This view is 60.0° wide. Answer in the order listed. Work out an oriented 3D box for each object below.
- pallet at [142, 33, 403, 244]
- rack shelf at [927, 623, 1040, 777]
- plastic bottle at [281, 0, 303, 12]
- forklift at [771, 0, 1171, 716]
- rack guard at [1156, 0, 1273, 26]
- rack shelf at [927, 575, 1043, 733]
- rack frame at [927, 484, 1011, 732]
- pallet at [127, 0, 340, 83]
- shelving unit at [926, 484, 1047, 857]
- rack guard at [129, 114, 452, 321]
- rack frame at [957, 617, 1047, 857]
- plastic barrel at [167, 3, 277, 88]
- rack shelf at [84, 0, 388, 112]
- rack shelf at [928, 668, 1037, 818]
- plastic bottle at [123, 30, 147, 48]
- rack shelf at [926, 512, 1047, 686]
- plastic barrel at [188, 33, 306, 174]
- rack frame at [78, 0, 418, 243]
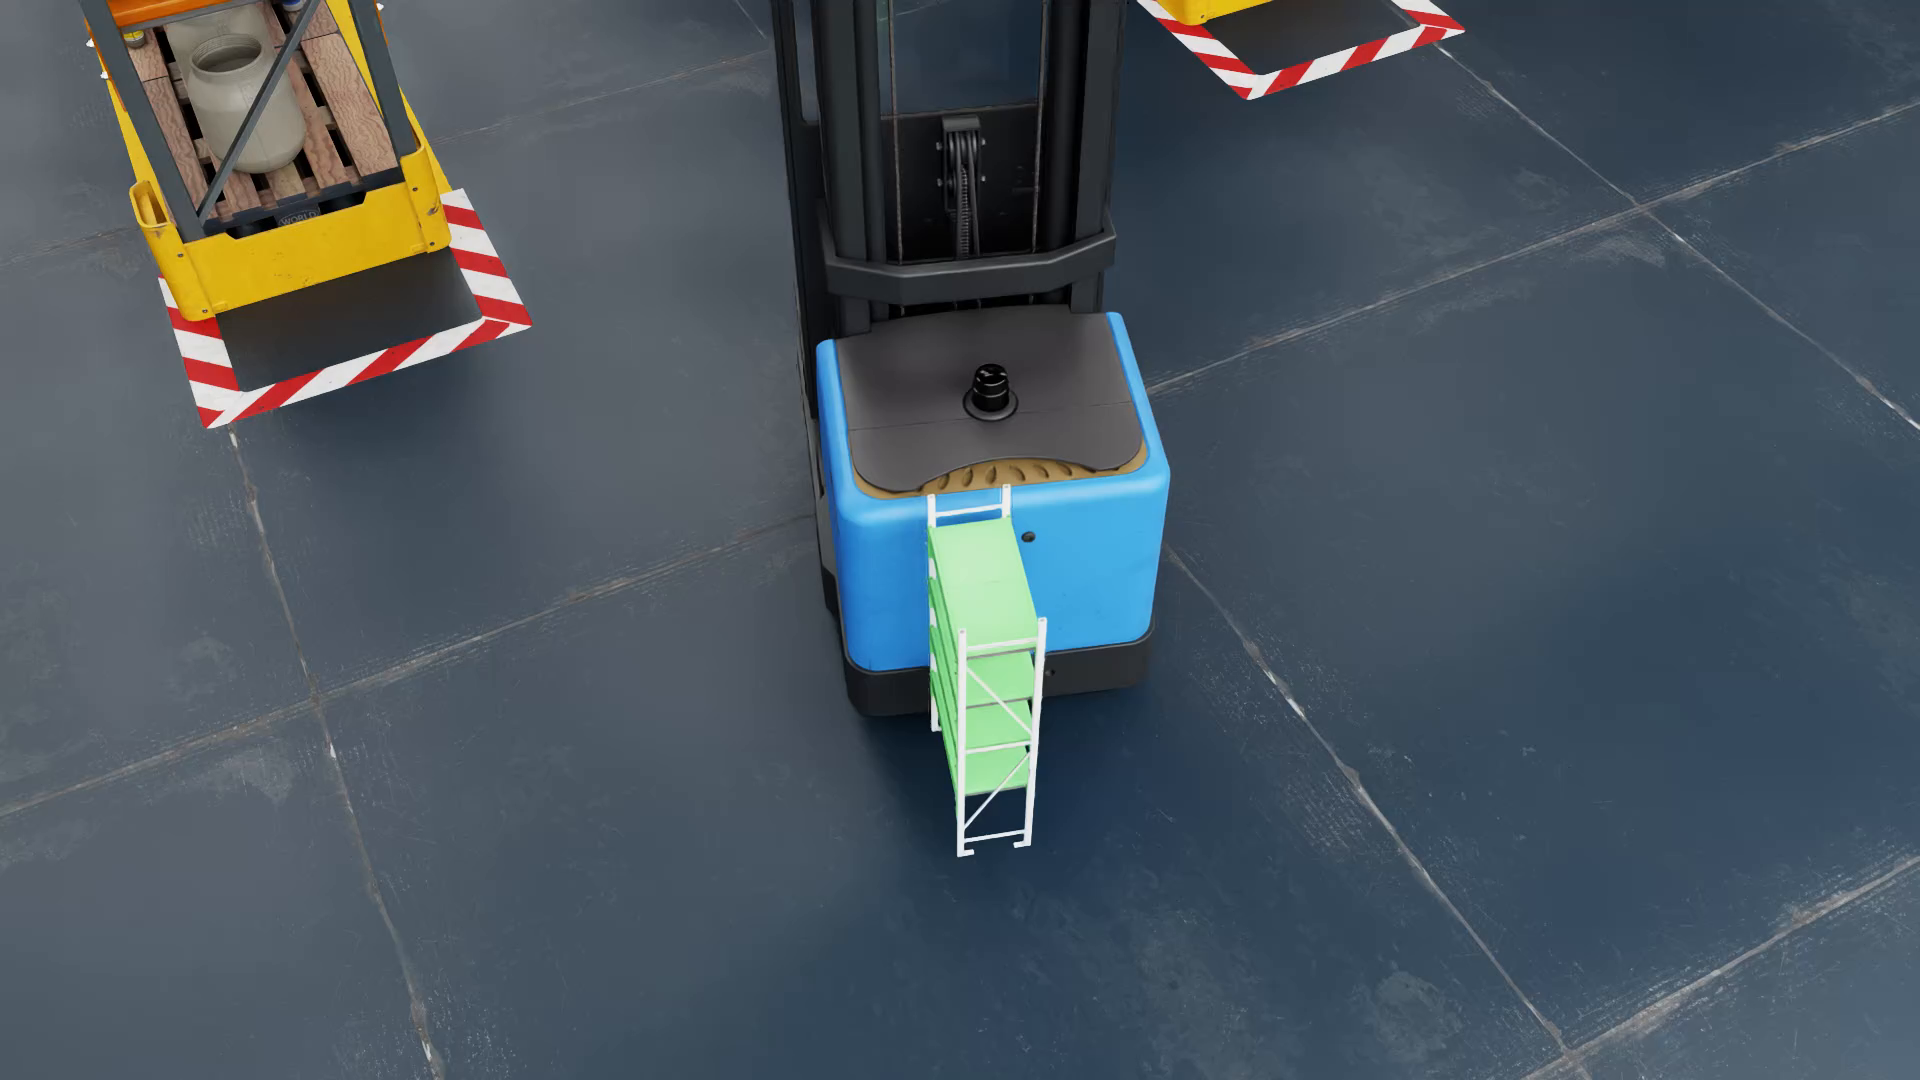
[{"bbox_3d":[-3.211,-1.843,7.721,1.003,0.211,1.213,-21,52,-18],"label":"pallet"},{"bbox_3d":[0.067,0.471,5.118,0.258,0.148,0.480,-8,51,-7],"label":"rack shelf"},{"bbox_3d":[-3.320,-2.748,8.181,0.097,0.271,0.097,0,49,0],"label":"plastic bottle"},{"bbox_3d":[-0.067,-1.494,5.609,1.130,2.935,3.031,-6,49,-5],"label":"forklift"},{"bbox_3d":[1.602,-3.114,8.642,1.175,0.500,0.348,-21,52,-18],"label":"rack guard"},{"bbox_3d":[0.068,0.317,4.934,0.258,0.148,0.480,-8,51,-7],"label":"rack shelf"},{"bbox_3d":[0.024,0.246,5.223,0.240,1.200,0.015,-8,51,-7],"label":"rack frame"},{"bbox_3d":[-3.765,-2.658,8.435,1.003,0.211,1.213,-21,52,-18],"label":"pallet"},{"bbox_3d":[0.068,0.430,5.069,0.258,1.200,0.503,-8,51,-7],"label":"shelving unit"},{"bbox_3d":[-2.844,-1.392,7.136,1.175,0.500,0.348,-21,52,-18],"label":"rack guard"},{"bbox_3d":[0.112,0.614,4.915,0.240,1.200,0.015,-8,51,-7],"label":"rack frame"},{"bbox_3d":[-3.366,-2.249,7.598,0.421,0.512,0.421,0,49,0],"label":"plastic barrel"},{"bbox_3d":[-3.683,-3.282,7.606,1.077,0.370,4.000,-21,52,-18],"label":"rack shelf"},{"bbox_3d":[0.066,0.625,5.302,0.258,0.148,0.480,-8,51,-7],"label":"rack shelf"},{"bbox_3d":[-3.998,-2.482,7.995,0.097,0.201,0.097,0,49,0],"label":"plastic bottle"},{"bbox_3d":[0.069,0.163,4.750,0.258,0.148,0.480,-8,51,-7],"label":"rack shelf"},{"bbox_3d":[-3.137,-1.914,7.305,0.421,0.512,0.421,0,49,0],"label":"plastic barrel"},{"bbox_3d":[-2.768,-2.181,6.164,1.000,3.000,0.127,-21,52,-18],"label":"rack frame"}]
